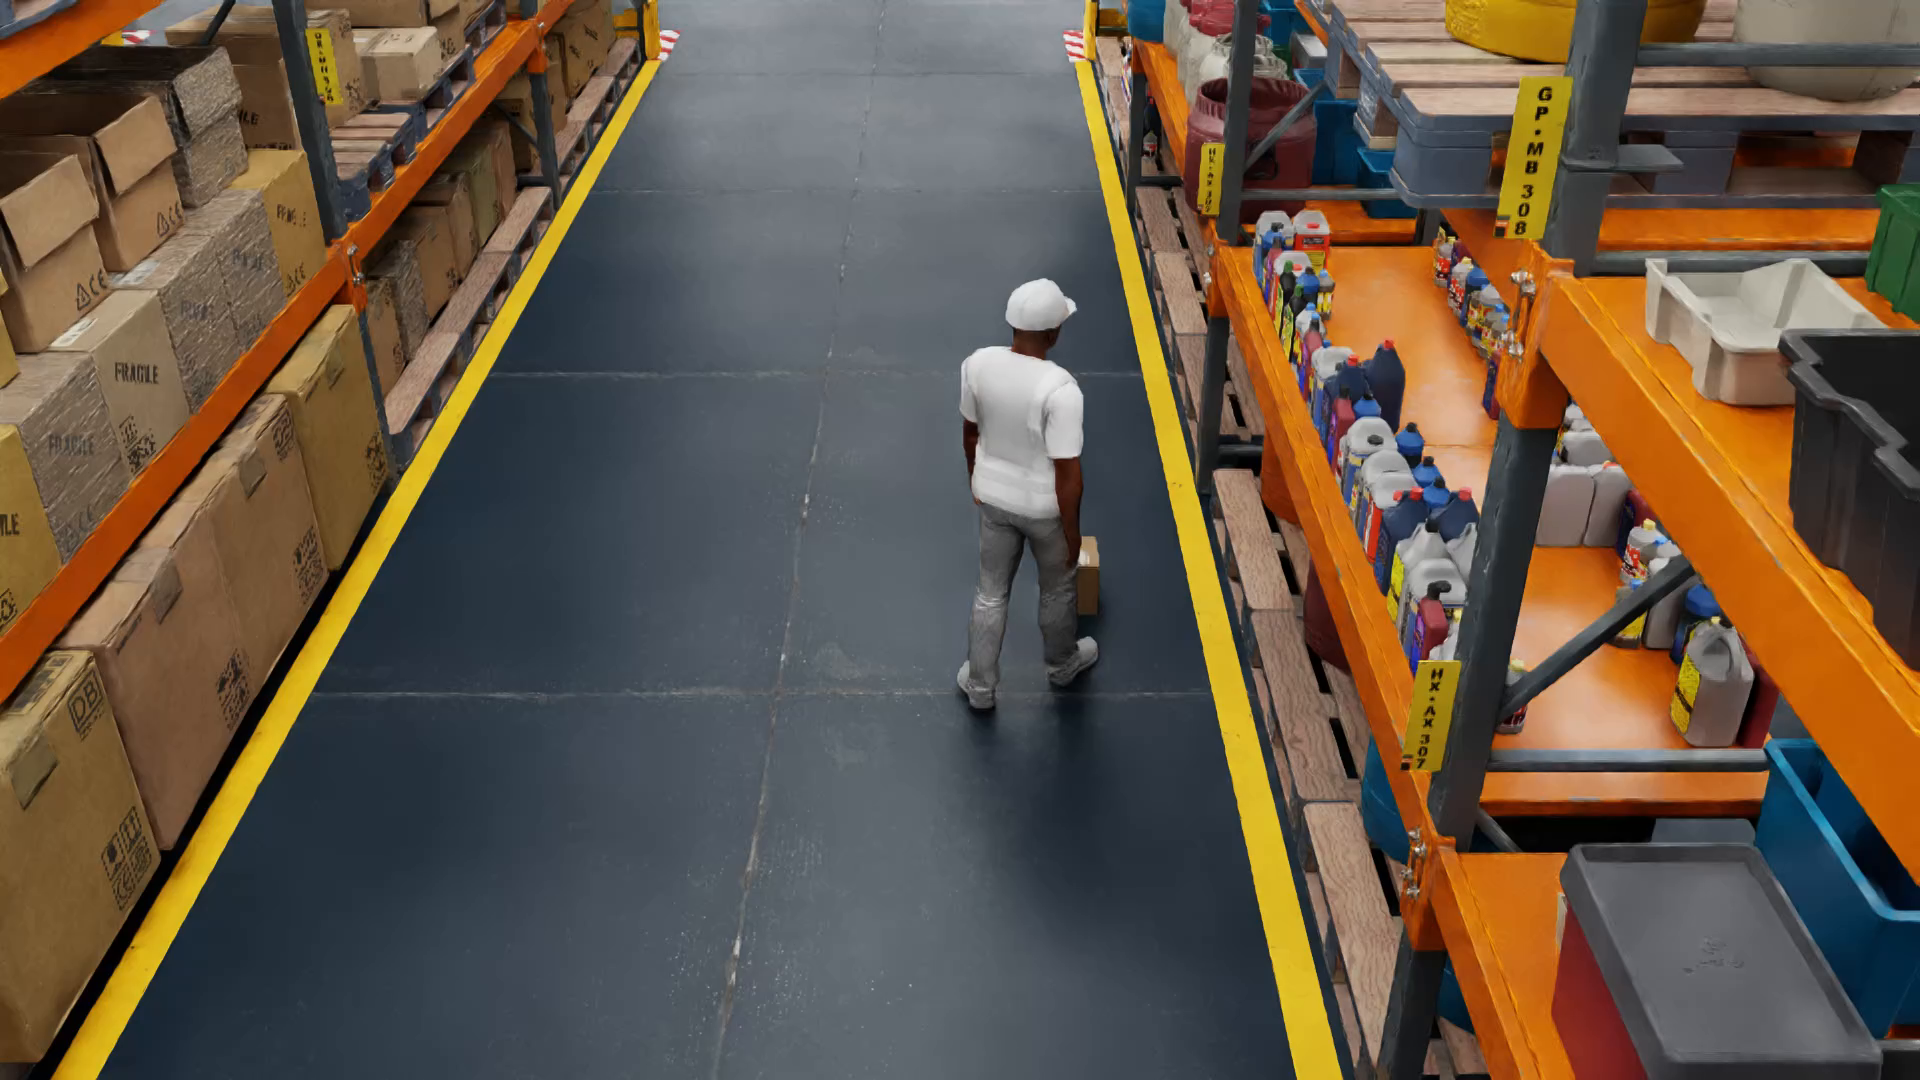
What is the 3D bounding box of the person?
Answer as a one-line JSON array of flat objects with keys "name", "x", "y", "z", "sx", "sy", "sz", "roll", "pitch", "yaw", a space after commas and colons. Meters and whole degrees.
[{"name": "person", "x": 0.270, "y": -0.185, "z": 6.403, "sx": 0.578, "sy": 1.767, "sz": 0.657, "roll": 18, "pitch": 36, "yaw": 27}]
